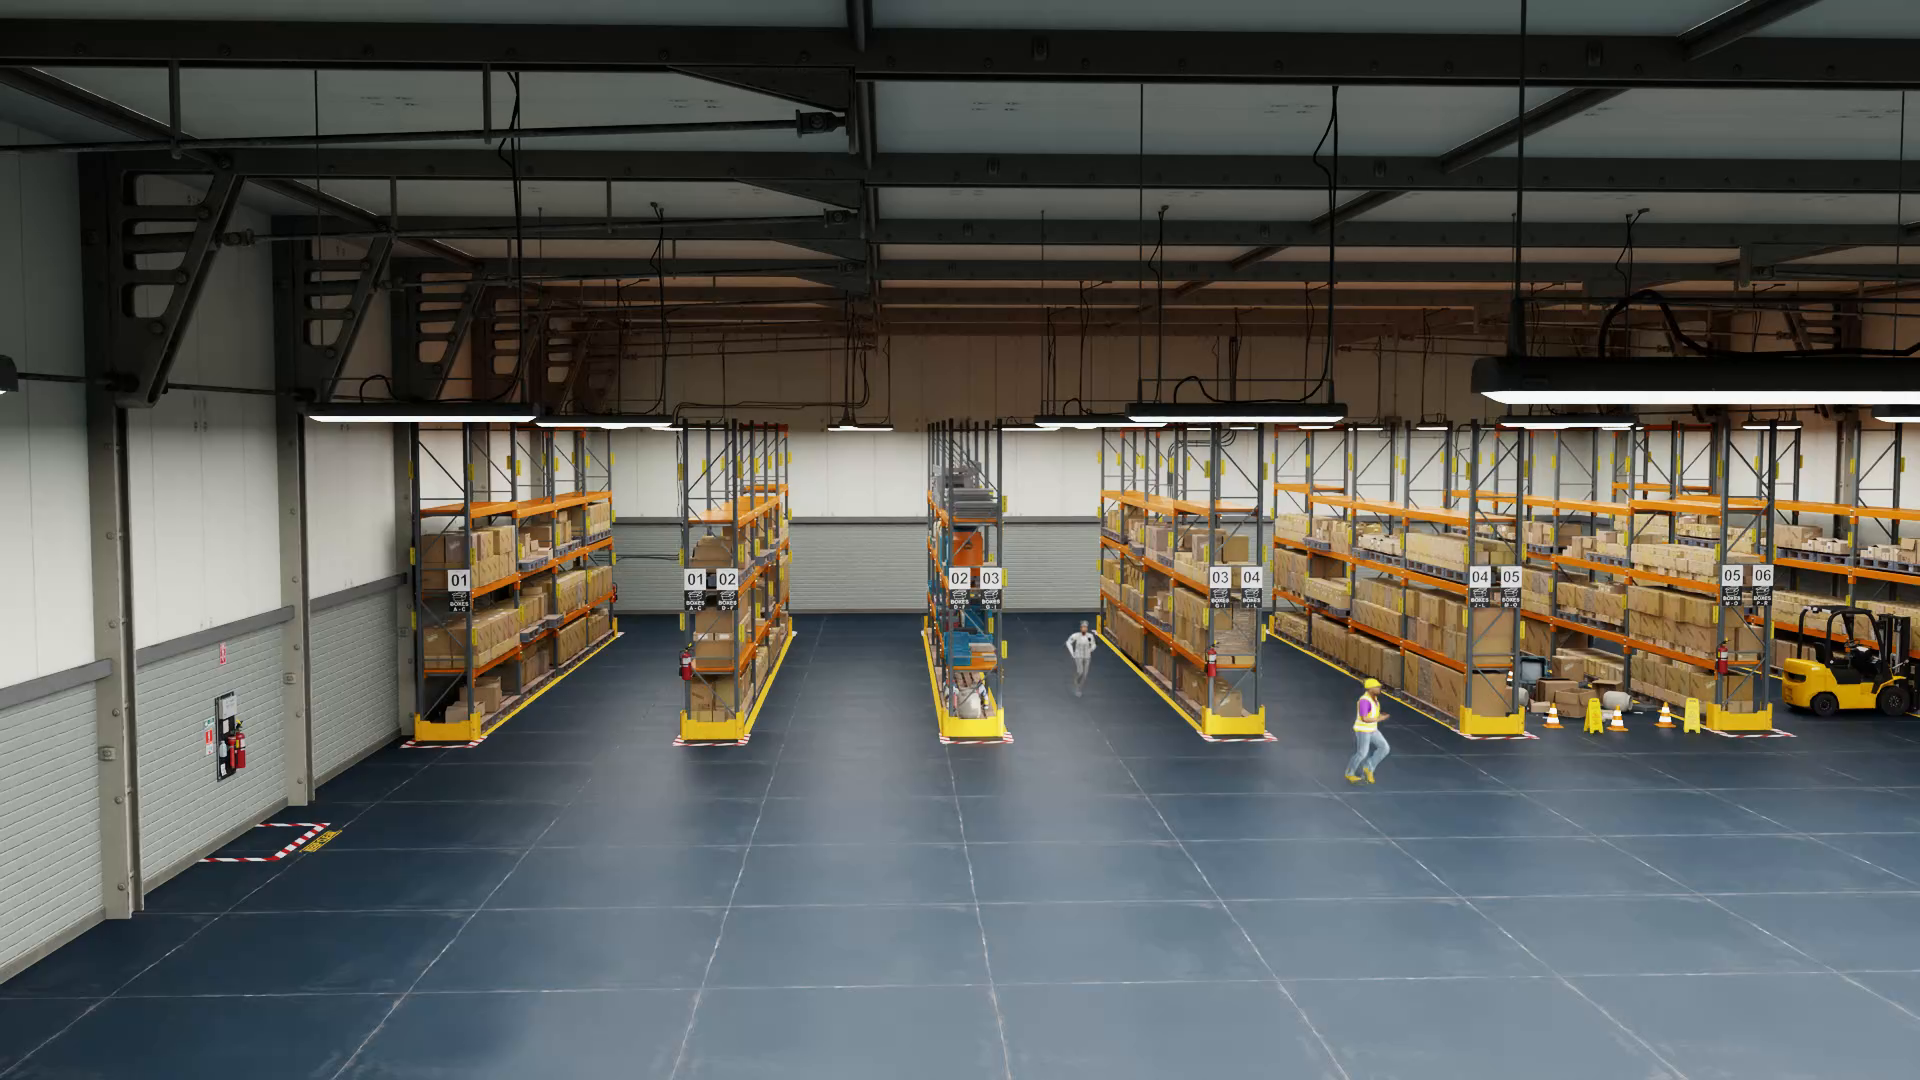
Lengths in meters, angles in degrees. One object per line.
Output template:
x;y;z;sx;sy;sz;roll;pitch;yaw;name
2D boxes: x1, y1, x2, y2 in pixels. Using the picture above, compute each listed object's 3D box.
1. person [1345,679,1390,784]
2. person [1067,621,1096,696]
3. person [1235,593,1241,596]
6.645;3.105;27.058;0.790;1.730;0.736;3;4;35;person
2.665;2.565;36.117;0.607;1.649;0.663;-1;4;-12;person
7.105;2.135;42.905;0.683;1.737;0.706;0;4;-5;person
